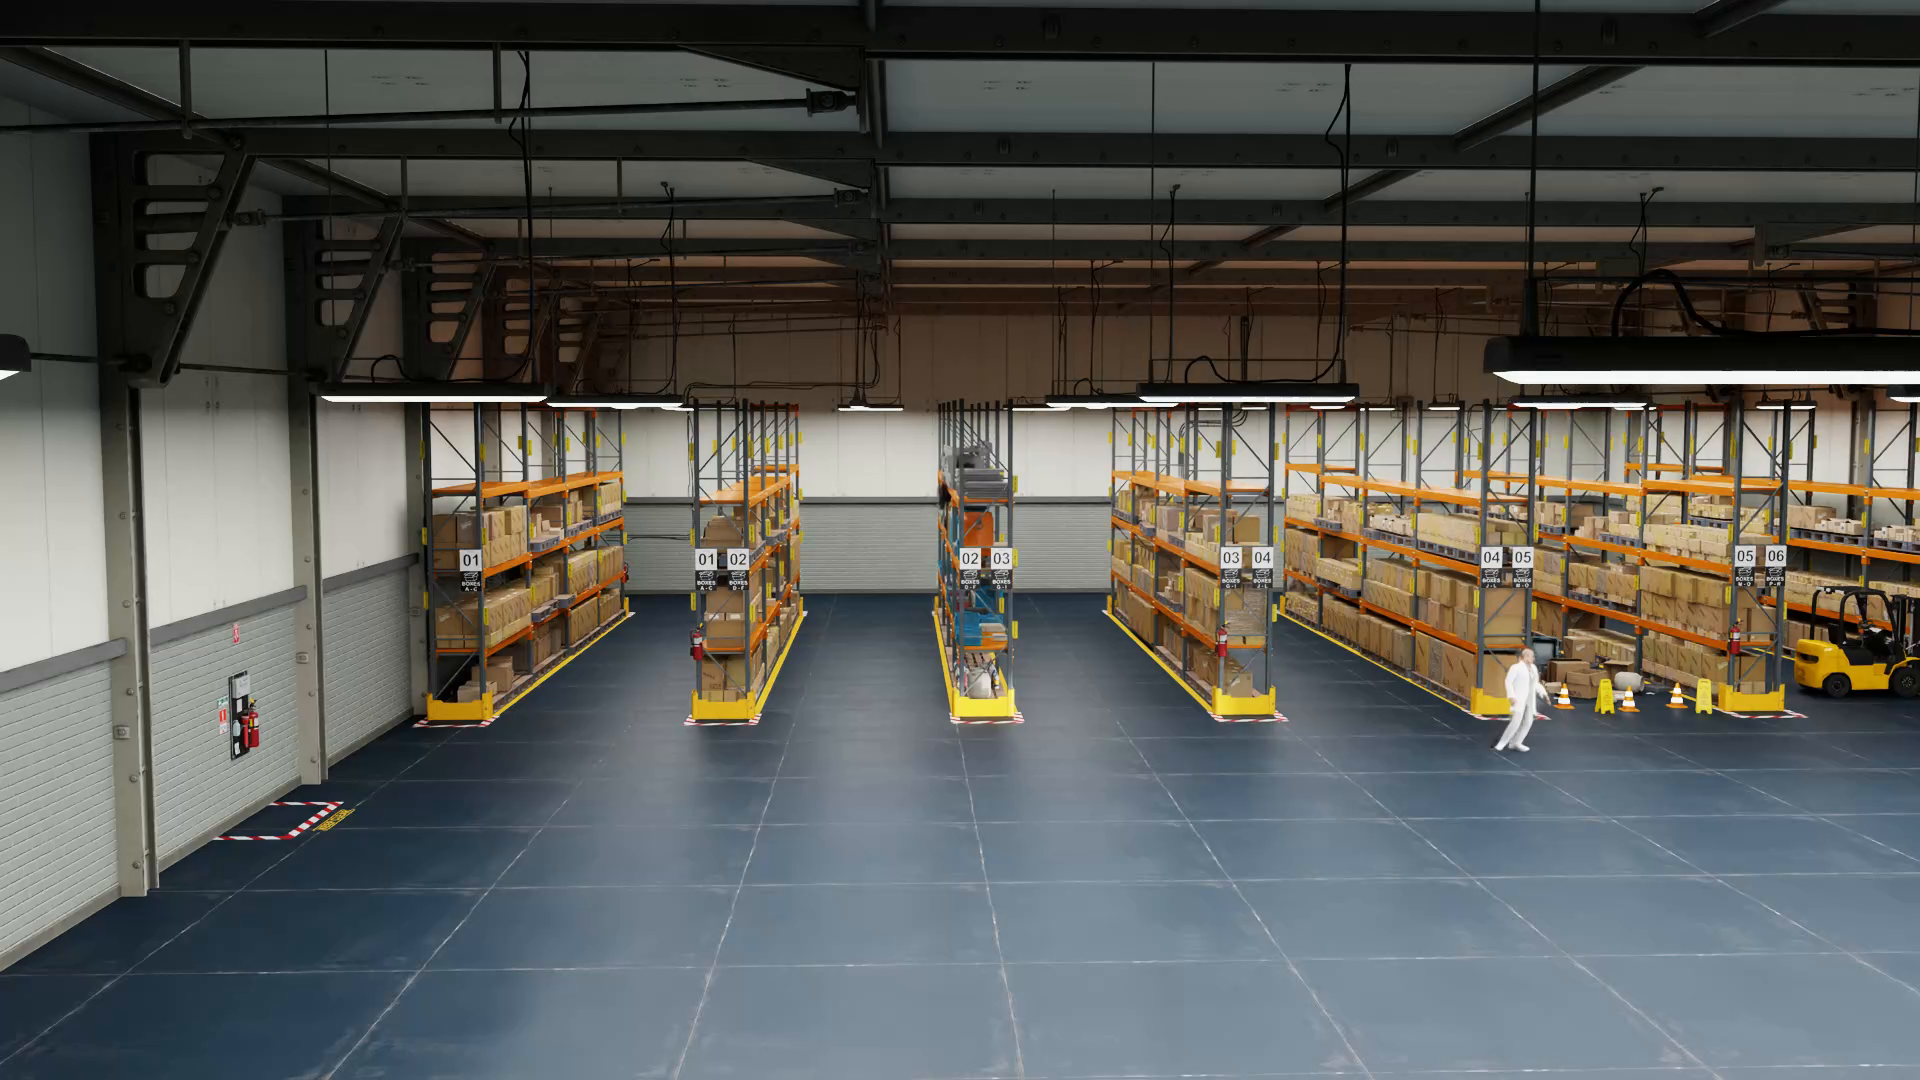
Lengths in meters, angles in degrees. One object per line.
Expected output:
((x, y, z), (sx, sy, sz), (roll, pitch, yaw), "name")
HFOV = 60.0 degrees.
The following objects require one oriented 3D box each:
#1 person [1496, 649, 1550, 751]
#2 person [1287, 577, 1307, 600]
((9.502, 2.714, 28.106), (0.822, 1.746, 0.613), (-2, 5, -29), "person")
((9.897, 1.187, 48.677), (0.815, 1.770, 0.634), (-1, 4, -10), "person")
